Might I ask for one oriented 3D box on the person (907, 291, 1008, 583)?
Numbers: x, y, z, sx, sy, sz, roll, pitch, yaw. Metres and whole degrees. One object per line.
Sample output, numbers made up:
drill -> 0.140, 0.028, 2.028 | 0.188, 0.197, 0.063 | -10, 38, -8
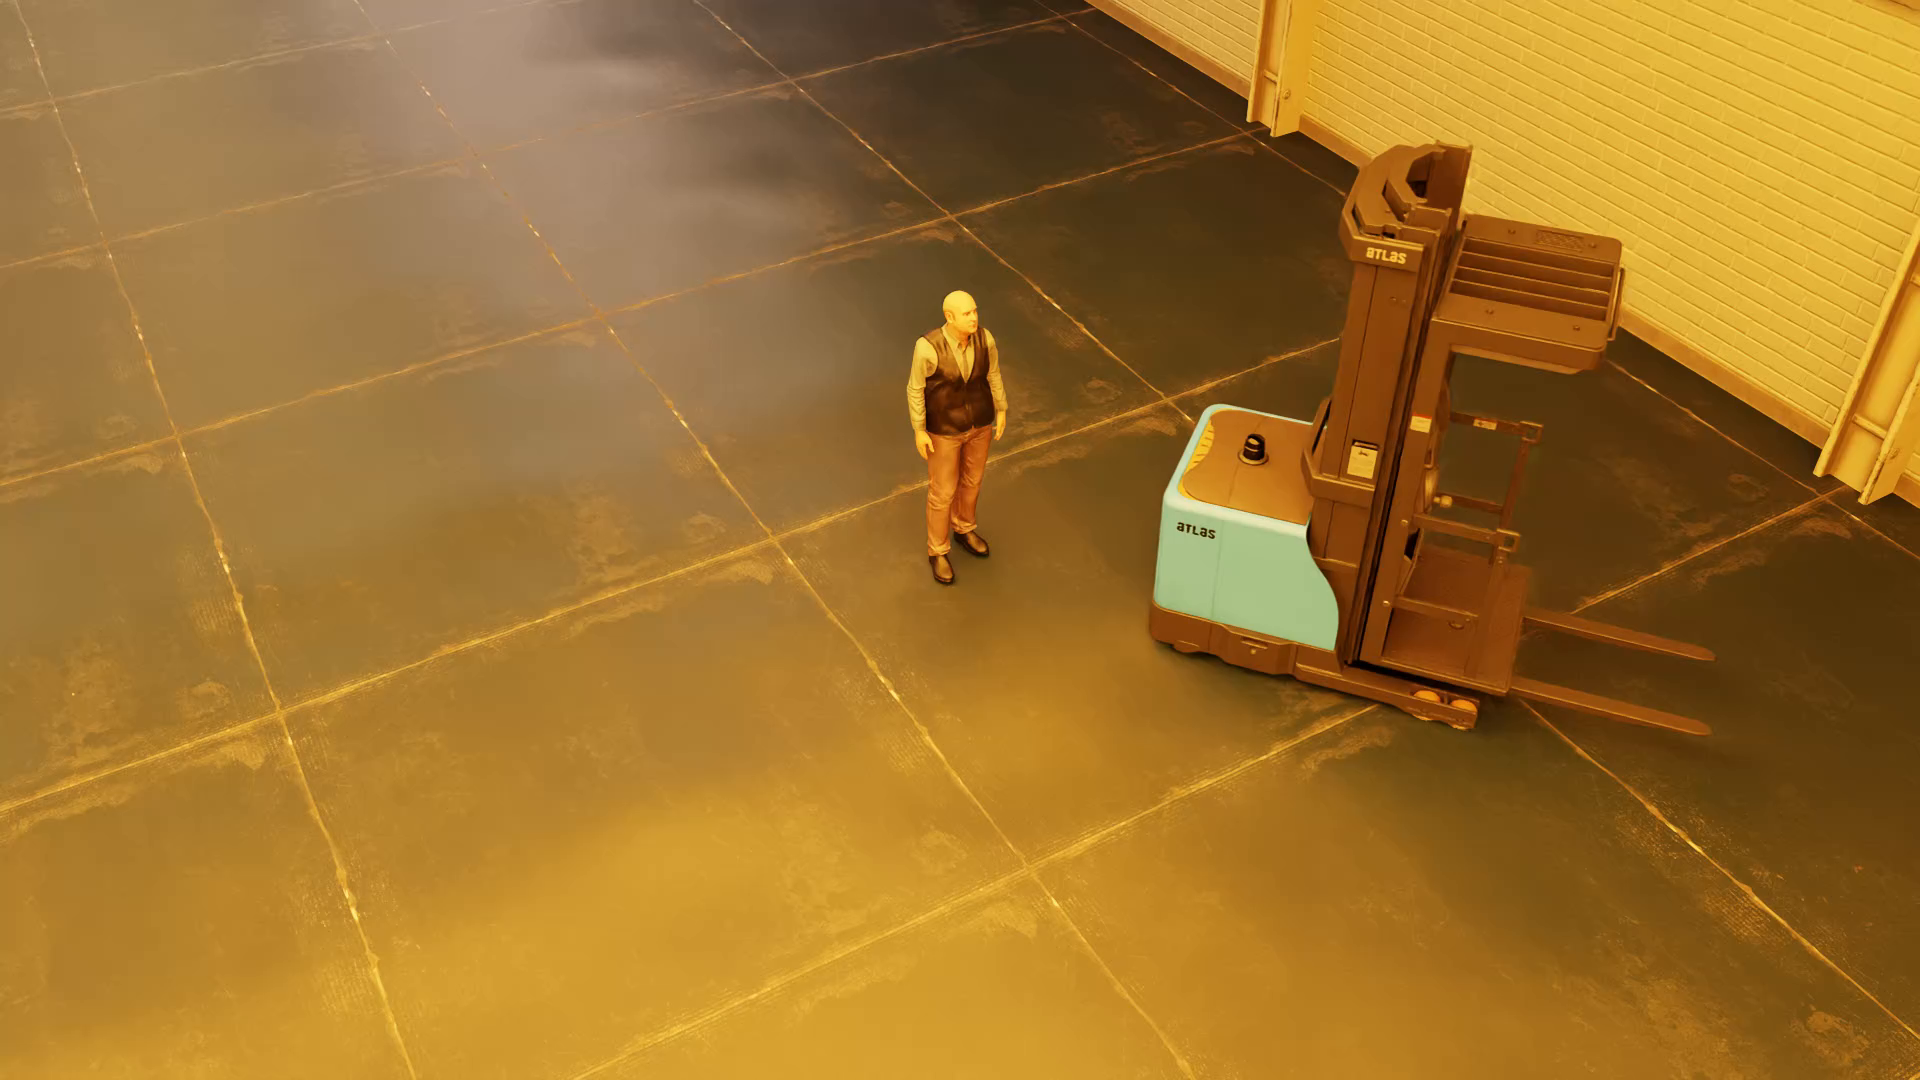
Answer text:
person -> 0.024, -0.631, 9.733 | 0.632, 1.720, 0.568 | -20, 44, -23

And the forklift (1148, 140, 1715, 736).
forklift -> 2.655, -0.479, 8.614 | 3.031, 2.935, 1.130 | 14, 42, 16
